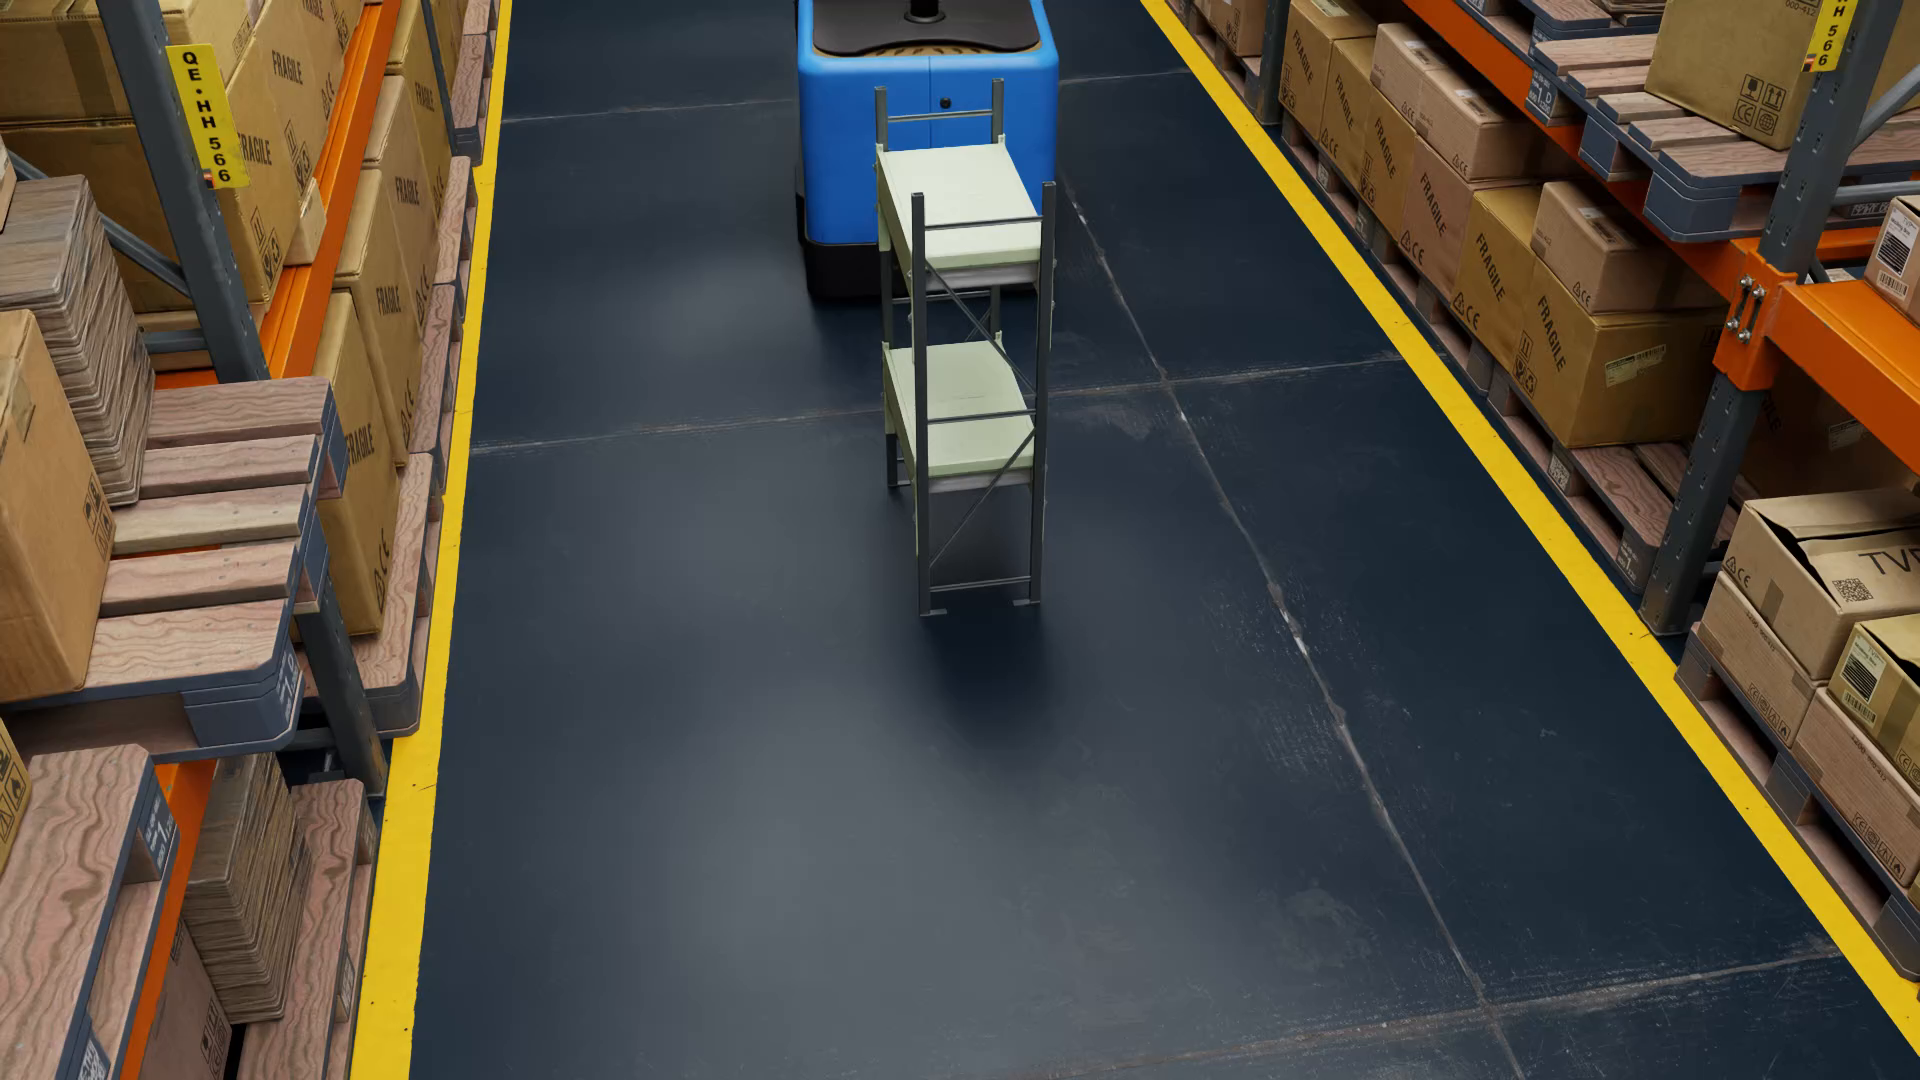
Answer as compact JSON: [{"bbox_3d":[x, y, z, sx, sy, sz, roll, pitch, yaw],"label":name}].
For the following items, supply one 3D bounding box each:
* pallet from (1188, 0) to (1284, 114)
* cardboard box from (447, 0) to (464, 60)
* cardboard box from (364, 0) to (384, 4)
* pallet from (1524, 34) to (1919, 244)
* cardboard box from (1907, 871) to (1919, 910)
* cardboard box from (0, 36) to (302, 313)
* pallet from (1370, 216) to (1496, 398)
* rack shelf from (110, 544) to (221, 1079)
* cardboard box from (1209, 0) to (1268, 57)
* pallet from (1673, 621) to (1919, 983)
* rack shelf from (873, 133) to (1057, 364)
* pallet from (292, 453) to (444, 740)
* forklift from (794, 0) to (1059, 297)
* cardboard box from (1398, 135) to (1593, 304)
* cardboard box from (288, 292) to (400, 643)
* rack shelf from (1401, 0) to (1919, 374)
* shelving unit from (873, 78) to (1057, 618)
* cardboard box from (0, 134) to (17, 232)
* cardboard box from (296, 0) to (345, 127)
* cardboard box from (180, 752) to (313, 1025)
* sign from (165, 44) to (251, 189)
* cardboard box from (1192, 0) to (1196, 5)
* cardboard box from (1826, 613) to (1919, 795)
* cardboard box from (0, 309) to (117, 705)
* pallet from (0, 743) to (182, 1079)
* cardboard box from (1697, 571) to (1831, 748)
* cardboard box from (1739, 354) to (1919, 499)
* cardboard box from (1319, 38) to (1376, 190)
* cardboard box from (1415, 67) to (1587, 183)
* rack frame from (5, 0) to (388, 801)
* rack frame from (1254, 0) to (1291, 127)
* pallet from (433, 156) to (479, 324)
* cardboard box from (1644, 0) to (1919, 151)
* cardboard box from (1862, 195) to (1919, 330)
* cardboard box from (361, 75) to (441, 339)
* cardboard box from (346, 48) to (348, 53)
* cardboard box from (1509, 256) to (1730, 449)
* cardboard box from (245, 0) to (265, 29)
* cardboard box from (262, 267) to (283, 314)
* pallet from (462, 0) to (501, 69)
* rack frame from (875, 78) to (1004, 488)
[{"bbox_3d":[1.894,-2.688,9.038,1.003,0.211,1.213,-6,38,-8],"label":"pallet"},{"bbox_3d":[-2.977,-2.784,8.584,0.700,0.500,0.500,-7,38,-8],"label":"cardboard box"},{"bbox_3d":[-2.352,-2.109,6.209,0.380,0.149,0.250,-6,38,-8],"label":"cardboard box"},{"bbox_3d":[2.527,-1.284,5.114,1.213,0.211,1.003,-6,38,-8],"label":"pallet"},{"bbox_3d":[2.704,0.927,4.011,0.500,0.250,0.500,-7,38,-9],"label":"cardboard box"},{"bbox_3d":[-1.994,-0.909,4.134,0.500,0.500,0.500,-5,38,-7],"label":"cardboard box"},{"bbox_3d":[2.411,-1.047,6.926,1.003,0.211,1.213,-6,38,-8],"label":"pallet"},{"bbox_3d":[-1.810,1.069,2.515,1.077,0.370,4.000,-6,38,-8],"label":"rack shelf"},{"bbox_3d":[1.635,-2.874,8.684,0.500,0.500,0.500,-6,38,-8],"label":"cardboard box"},{"bbox_3d":[2.821,0.645,4.748,1.003,0.211,1.213,-6,38,-8],"label":"pallet"},{"bbox_3d":[0.001,-0.896,5.045,0.431,0.370,0.720,-6,38,-8],"label":"rack shelf"},{"bbox_3d":[-2.225,0.194,5.328,1.003,0.211,1.213,-6,38,-8],"label":"pallet"},{"bbox_3d":[-0.220,-3.060,7.300,1.130,2.935,3.031,-2,38,-3],"label":"forklift"},{"bbox_3d":[2.132,-1.313,6.674,0.500,0.500,0.500,-8,38,-10],"label":"cardboard box"},{"bbox_3d":[-2.161,-0.198,4.970,0.750,0.750,0.750,-7,38,-9],"label":"cardboard box"},{"bbox_3d":[2.365,-1.882,6.314,1.077,0.370,4.000,-6,38,-8],"label":"rack shelf"},{"bbox_3d":[0.001,-0.588,5.285,0.431,1.500,0.755,-6,38,-8],"label":"shelving unit"},{"bbox_3d":[-2.071,-0.687,3.221,0.380,0.149,0.250,-11,39,-14],"label":"cardboard box"},{"bbox_3d":[-2.163,-1.526,4.929,0.500,0.500,0.500,-6,38,-8],"label":"cardboard box"},{"bbox_3d":[-1.984,0.820,3.929,0.700,0.500,0.500,-6,38,-7],"label":"cardboard box"},{"bbox_3d":[-1.629,-0.913,3.601,0.100,0.325,0.005,-6,38,-8],"label":"sign"},{"bbox_3d":[1.503,-3.253,9.325,0.500,0.311,0.500,-6,38,-8],"label":"cardboard box"},{"bbox_3d":[2.618,0.405,4.226,0.500,0.311,0.500,-7,38,-9],"label":"cardboard box"},{"bbox_3d":[-1.944,-0.019,2.889,0.700,0.500,0.500,-10,39,-12],"label":"cardboard box"},{"bbox_3d":[-1.774,0.844,2.375,1.003,0.211,1.213,-6,38,-8],"label":"pallet"},{"bbox_3d":[2.518,0.310,4.805,0.500,0.250,0.500,-6,38,-8],"label":"cardboard box"},{"bbox_3d":[2.917,-0.450,5.563,0.500,0.500,0.500,-5,38,-6],"label":"cardboard box"},{"bbox_3d":[1.963,-1.921,7.457,0.500,0.500,0.500,-6,38,-7],"label":"cardboard box"},{"bbox_3d":[2.123,-1.631,6.473,0.500,0.250,0.500,-7,38,-9],"label":"cardboard box"},{"bbox_3d":[-2.161,-0.423,3.849,1.000,3.000,0.127,-6,38,-8],"label":"rack frame"},{"bbox_3d":[2.014,-3.374,7.648,1.000,3.000,0.127,-6,38,-8],"label":"rack frame"},{"bbox_3d":[-2.653,-1.280,7.225,1.003,0.211,1.213,-6,38,-8],"label":"pallet"},{"bbox_3d":[2.494,-1.532,4.853,0.700,0.500,0.500,-19,42,-23],"label":"cardboard box"},{"bbox_3d":[2.736,-0.698,4.277,0.500,0.311,0.500,-4,38,-5],"label":"cardboard box"},{"bbox_3d":[-2.462,-1.241,6.312,0.750,0.750,0.750,-5,38,-7],"label":"cardboard box"},{"bbox_3d":[-2.345,-1.802,5.813,0.380,0.149,0.250,-7,38,-9],"label":"cardboard box"},{"bbox_3d":[2.320,-0.684,5.865,0.500,0.500,0.500,-5,38,-6],"label":"cardboard box"},{"bbox_3d":[-2.082,-1.510,4.298,0.500,0.250,0.500,-7,38,-9],"label":"cardboard box"},{"bbox_3d":[-2.026,-0.709,4.405,0.380,0.149,0.250,-6,38,-7],"label":"cardboard box"},{"bbox_3d":[-3.136,-2.944,9.367,1.003,0.211,1.213,-6,38,-8],"label":"pallet"},{"bbox_3d":[-0.063,-0.809,5.569,0.400,1.500,0.023,-6,38,-8],"label":"rack frame"}]
